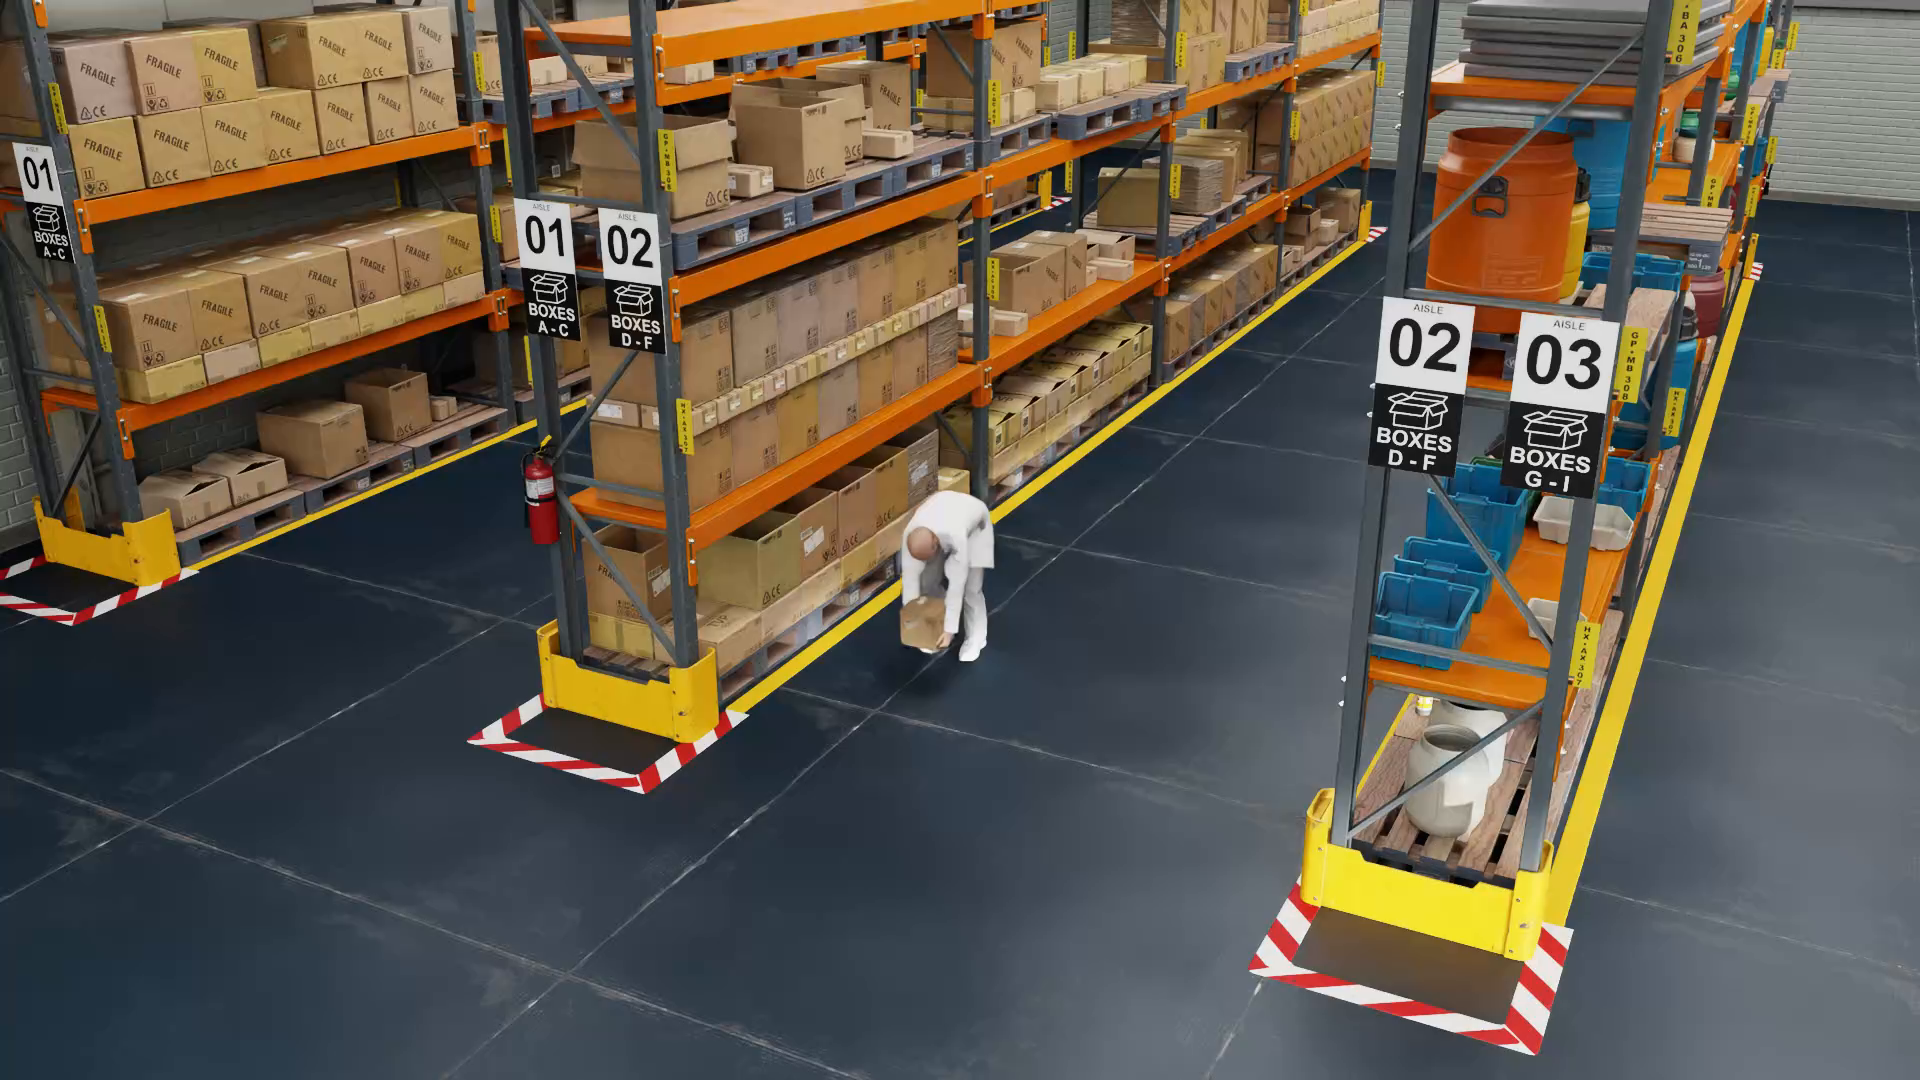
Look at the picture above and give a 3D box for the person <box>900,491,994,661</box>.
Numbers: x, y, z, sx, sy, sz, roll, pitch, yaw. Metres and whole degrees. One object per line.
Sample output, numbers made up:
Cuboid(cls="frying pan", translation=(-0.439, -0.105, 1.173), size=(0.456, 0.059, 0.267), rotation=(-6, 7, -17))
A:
Cuboid(cls="person", translation=(-0.123, 0.293, 10.922), size=(0.568, 1.131, 0.948), rotation=(10, 24, 23))
